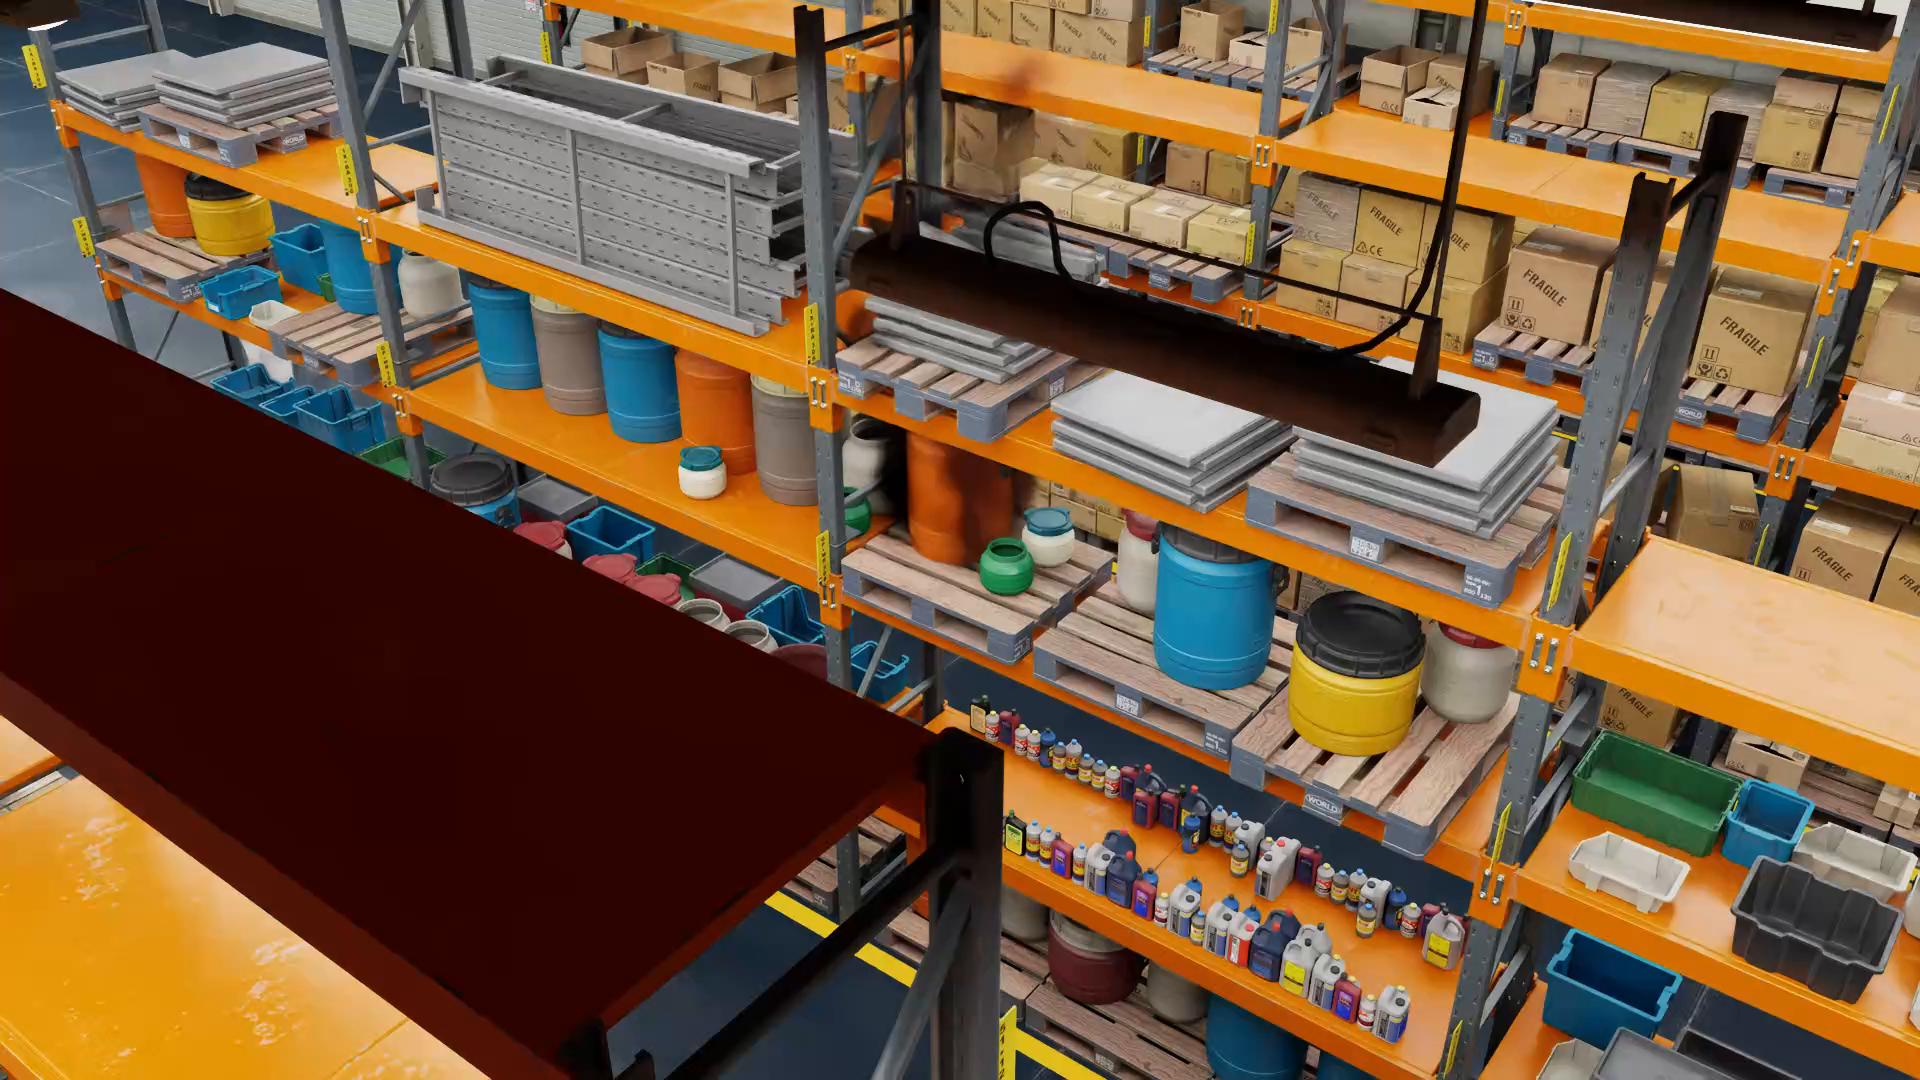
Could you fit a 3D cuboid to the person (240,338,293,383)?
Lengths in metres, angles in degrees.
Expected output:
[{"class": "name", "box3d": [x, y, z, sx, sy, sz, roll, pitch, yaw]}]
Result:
[{"class": "person", "box3d": [-6.728, -1.638, 16.346, 0.613, 1.727, 0.762, 8, 32, 14]}]
